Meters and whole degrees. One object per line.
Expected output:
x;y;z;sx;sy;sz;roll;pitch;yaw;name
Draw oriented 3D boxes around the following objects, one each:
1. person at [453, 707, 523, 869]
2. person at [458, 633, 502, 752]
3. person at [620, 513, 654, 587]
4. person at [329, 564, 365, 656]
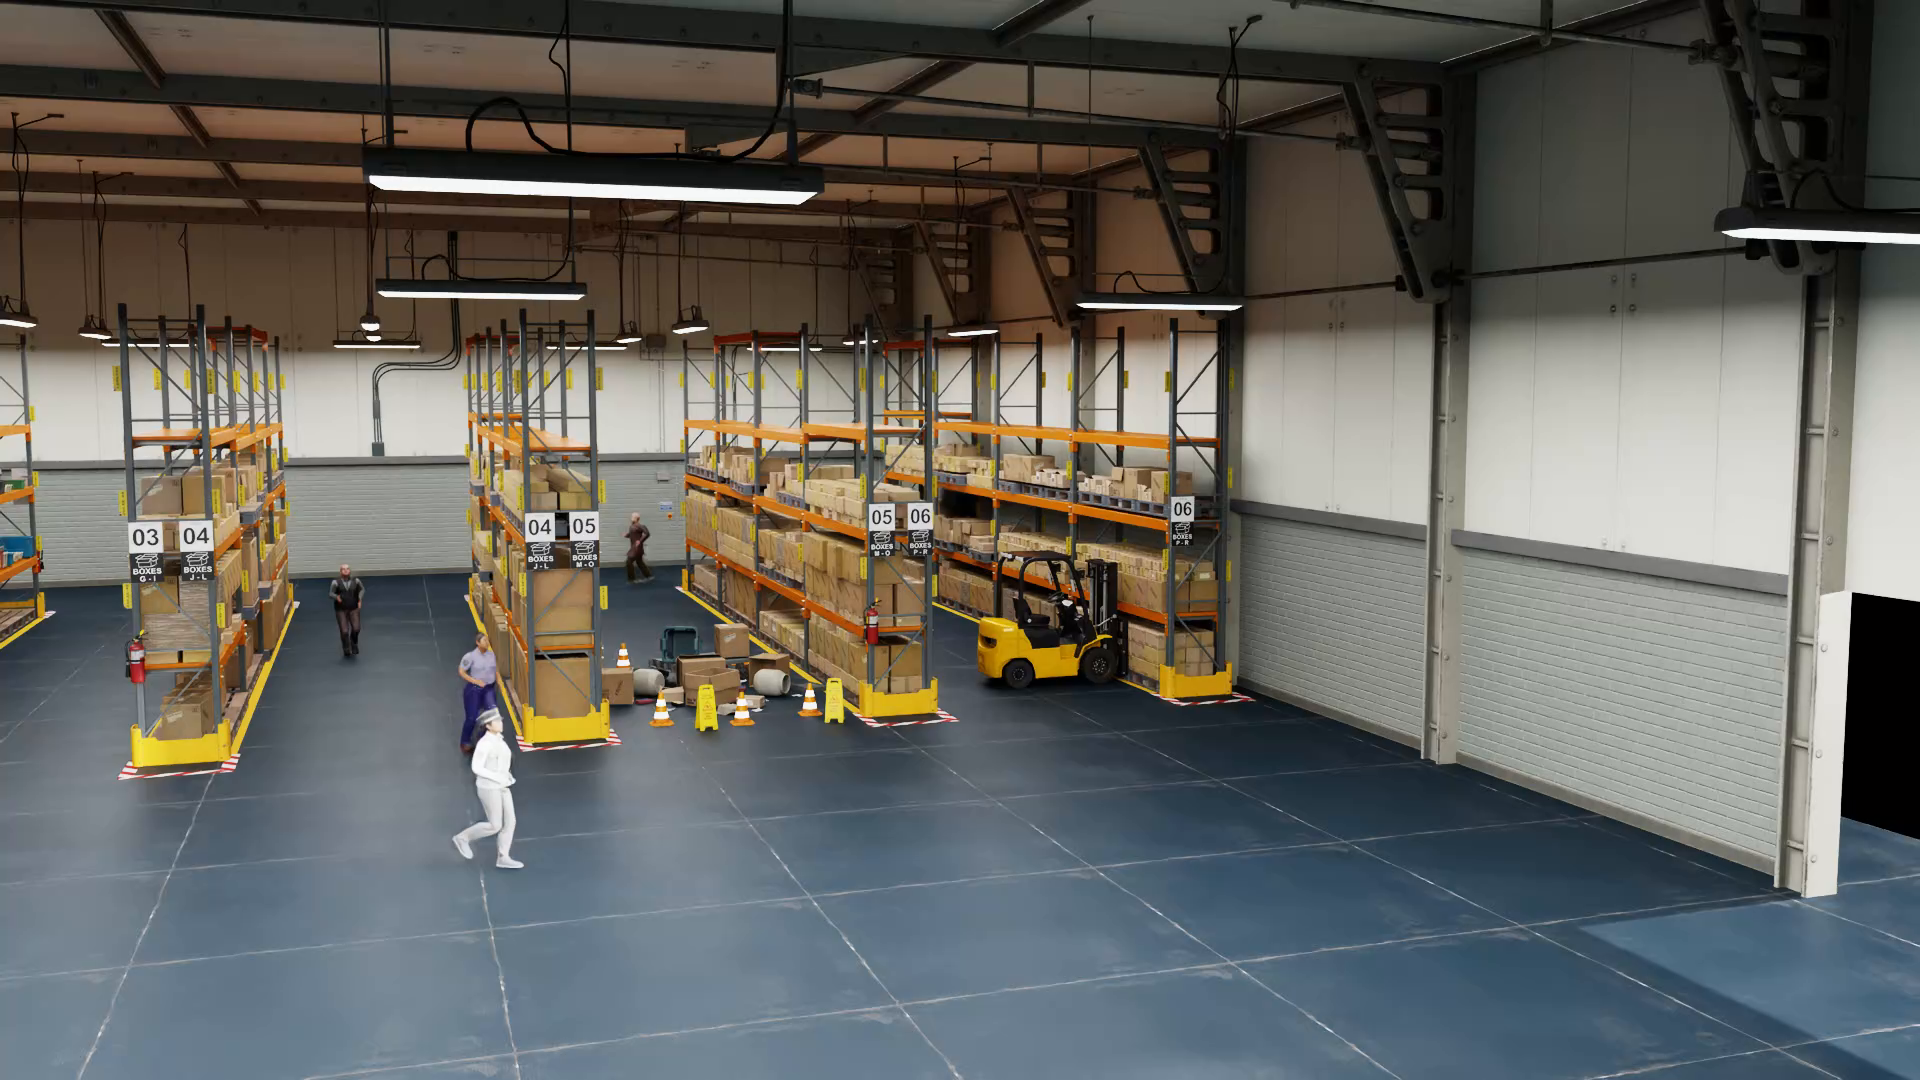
-4.858;2.552;17.140;0.720;1.658;0.611;1;5;6;person
-6.456;2.085;22.489;0.667;1.600;0.601;-5;7;-43;person
-7.918;0.257;40.847;0.844;1.845;0.705;-2;6;-21;person
-11.132;1.286;30.255;0.638;1.683;0.638;-2;6;-24;person
